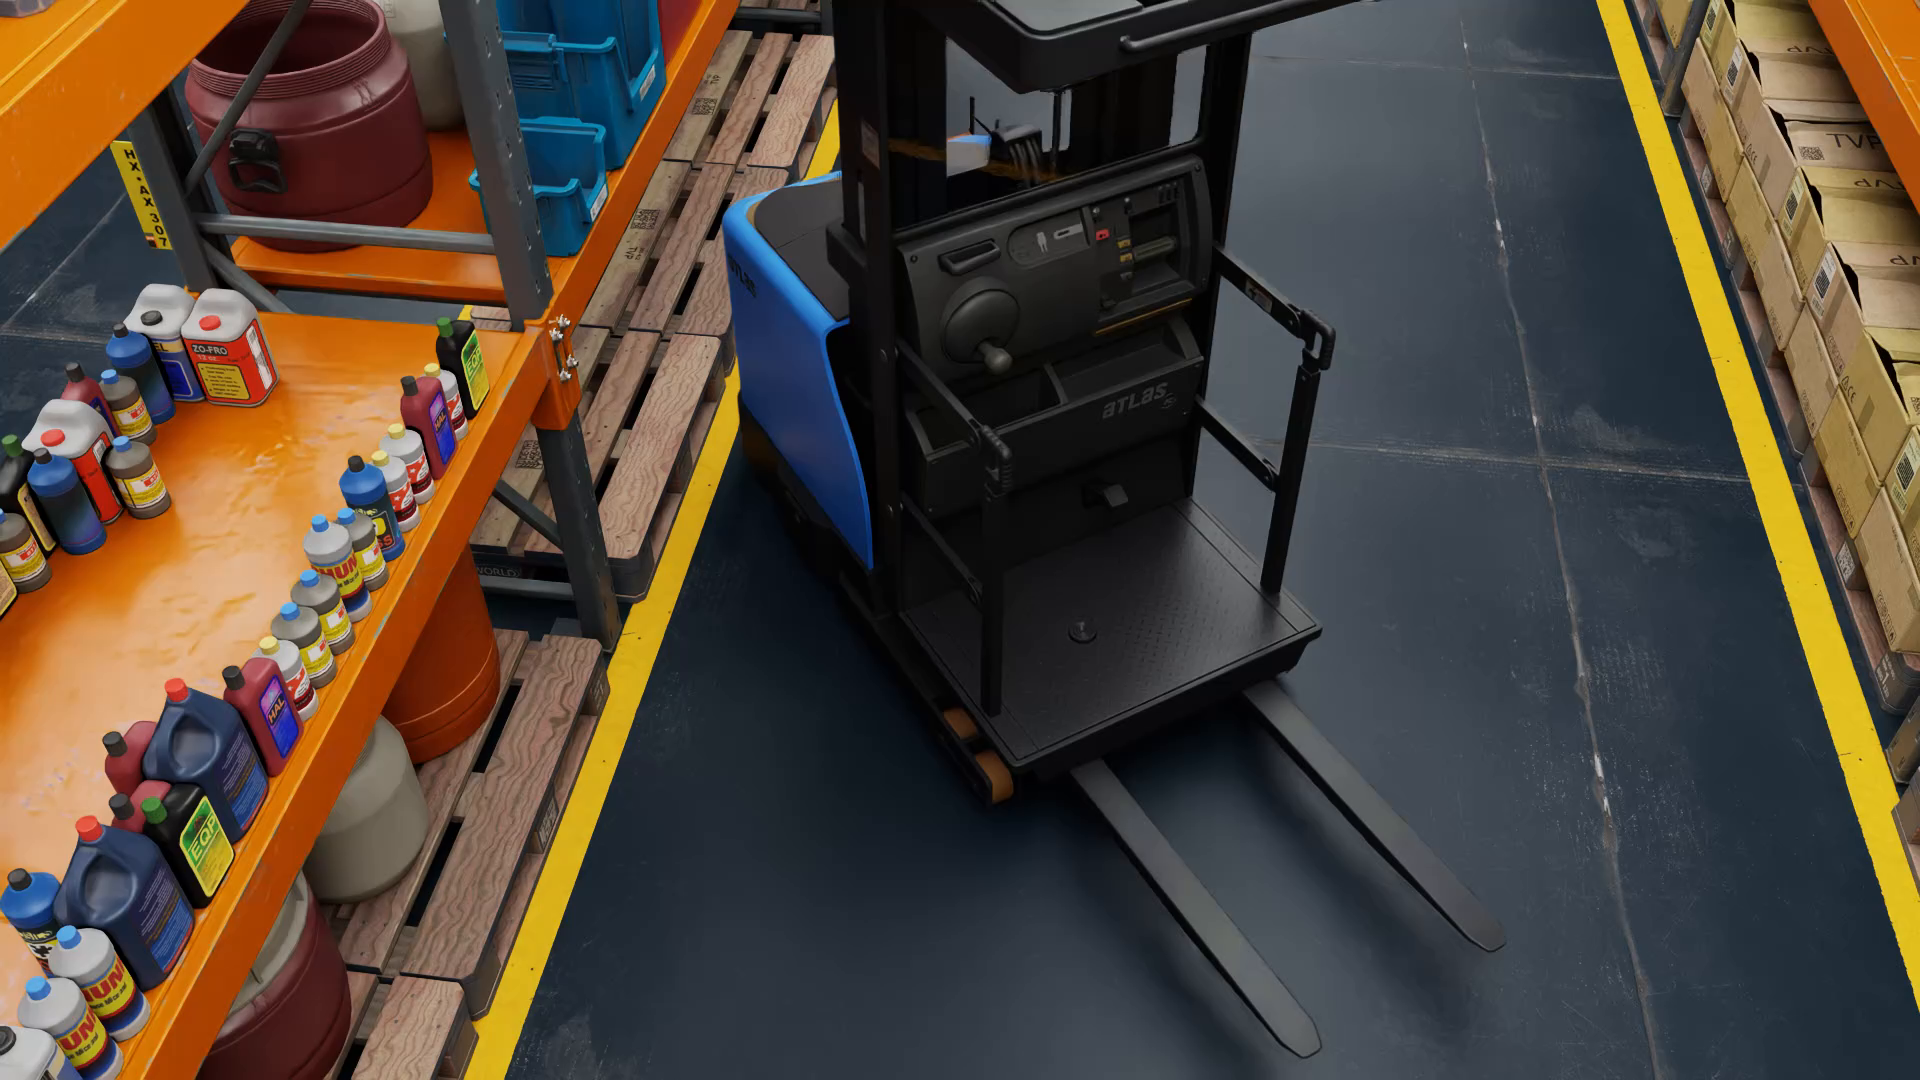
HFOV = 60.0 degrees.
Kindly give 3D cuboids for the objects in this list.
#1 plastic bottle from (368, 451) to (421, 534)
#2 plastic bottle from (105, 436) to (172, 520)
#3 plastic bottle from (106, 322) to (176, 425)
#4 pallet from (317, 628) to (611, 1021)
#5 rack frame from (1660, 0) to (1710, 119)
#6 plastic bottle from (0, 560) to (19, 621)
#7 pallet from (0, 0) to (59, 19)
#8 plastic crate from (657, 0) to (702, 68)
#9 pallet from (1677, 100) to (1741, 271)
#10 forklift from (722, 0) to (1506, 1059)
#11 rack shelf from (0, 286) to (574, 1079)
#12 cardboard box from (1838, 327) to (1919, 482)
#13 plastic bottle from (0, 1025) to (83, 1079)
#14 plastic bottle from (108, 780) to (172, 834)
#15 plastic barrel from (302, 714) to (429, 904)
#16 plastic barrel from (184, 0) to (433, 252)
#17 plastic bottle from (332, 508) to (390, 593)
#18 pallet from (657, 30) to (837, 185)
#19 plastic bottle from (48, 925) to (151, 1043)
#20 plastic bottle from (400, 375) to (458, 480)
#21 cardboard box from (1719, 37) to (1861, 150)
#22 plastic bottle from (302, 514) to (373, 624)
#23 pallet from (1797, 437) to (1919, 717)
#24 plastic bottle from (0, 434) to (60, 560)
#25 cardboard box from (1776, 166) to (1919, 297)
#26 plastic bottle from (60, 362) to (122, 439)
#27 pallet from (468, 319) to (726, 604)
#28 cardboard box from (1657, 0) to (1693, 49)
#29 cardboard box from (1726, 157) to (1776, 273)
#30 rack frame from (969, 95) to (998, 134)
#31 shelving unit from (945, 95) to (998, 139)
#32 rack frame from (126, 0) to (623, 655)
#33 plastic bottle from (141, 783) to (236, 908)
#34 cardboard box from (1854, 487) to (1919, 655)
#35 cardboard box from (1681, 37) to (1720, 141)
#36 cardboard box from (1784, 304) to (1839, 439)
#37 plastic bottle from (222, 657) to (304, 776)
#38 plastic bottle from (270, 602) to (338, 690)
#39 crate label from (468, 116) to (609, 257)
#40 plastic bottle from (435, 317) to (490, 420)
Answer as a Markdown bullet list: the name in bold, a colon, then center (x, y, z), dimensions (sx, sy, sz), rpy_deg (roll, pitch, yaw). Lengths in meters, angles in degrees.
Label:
- **plastic bottle**: center (-1.316, -0.119, 3.838), dimensions (0.097, 0.201, 0.097), rpy_deg (0, 43, 0)
- **plastic bottle**: center (-1.921, -0.154, 3.876), dimensions (0.097, 0.201, 0.097), rpy_deg (0, 43, 0)
- **plastic bottle**: center (-2.029, -0.417, 4.103), dimensions (0.097, 0.271, 0.097), rpy_deg (0, 43, 0)
- **pallet**: center (-1.672, 0.748, 4.807), dimensions (1.003, 0.211, 1.213), rpy_deg (5, 44, 6)
- **rack frame**: center (3.829, -3.079, 6.820), dimensions (1.000, 3.000, 0.127), rpy_deg (5, 44, 6)
- **plastic bottle**: center (-2.141, 0.062, 3.588), dimensions (0.061, 0.283, 0.133), rpy_deg (5, 44, 6)
- **pallet**: center (-1.807, -1.314, 2.912), dimensions (1.003, 0.211, 1.213), rpy_deg (5, 44, 6)
- **plastic crate**: center (-1.092, -1.903, 5.531), dimensions (0.402, 0.464, 0.583), rpy_deg (5, 44, 6)
- **pallet**: center (3.771, -1.561, 7.245), dimensions (1.003, 0.211, 1.213), rpy_deg (5, 44, 6)
- **forklift**: center (0.384, -0.646, 4.301), dimensions (1.130, 2.935, 3.031), rpy_deg (-21, 47, -21)
- **rack shelf**: center (-1.873, 0.818, 3.227), dimensions (1.077, 0.370, 4.000), rpy_deg (5, 44, 6)
- **cardboard box**: center (3.188, -0.445, 5.325), dimensions (0.500, 0.311, 0.500), rpy_deg (5, 44, 5)
- **plastic bottle**: center (-1.546, 0.895, 2.713), dimensions (0.152, 0.276, 0.135), rpy_deg (5, 44, 6)
- **plastic bottle**: center (-1.493, 0.541, 3.082), dimensions (0.061, 0.283, 0.133), rpy_deg (5, 44, 6)
- **plastic barrel**: center (-1.643, 0.673, 4.362), dimensions (0.421, 0.512, 0.421), rpy_deg (0, 43, 0)
- **plastic barrel**: center (-1.848, -1.199, 4.736), dimensions (0.600, 0.536, 0.708), rpy_deg (5, 44, 6)
- **plastic bottle**: center (-1.342, 0.014, 3.698), dimensions (0.097, 0.201, 0.097), rpy_deg (0, 43, 0)
- **pallet**: center (-1.145, -1.981, 7.688), dimensions (1.003, 0.211, 1.213), rpy_deg (5, 44, 6)
- **plastic bottle**: center (-1.490, 0.754, 2.866), dimensions (0.097, 0.271, 0.097), rpy_deg (0, 43, 0)
- **plastic bottle**: center (-1.270, -0.292, 3.961), dimensions (0.061, 0.283, 0.133), rpy_deg (5, 44, 6)
- **cardboard box**: center (3.456, -1.837, 6.795), dimensions (0.500, 0.311, 0.500), rpy_deg (5, 44, 5)
- **plastic bottle**: center (-1.355, 0.055, 3.604), dimensions (0.097, 0.271, 0.097), rpy_deg (0, 43, 0)
- **pallet**: center (3.448, 0.102, 5.489), dimensions (1.003, 0.211, 1.213), rpy_deg (5, 44, 6)
- **plastic bottle**: center (-2.111, -0.096, 3.754), dimensions (0.061, 0.283, 0.133), rpy_deg (5, 44, 6)
- **cardboard box**: center (3.326, -1.130, 6.048), dimensions (0.500, 0.311, 0.500), rpy_deg (6, 44, 7)
- **plastic bottle**: center (-2.075, -0.278, 3.947), dimensions (0.061, 0.283, 0.133), rpy_deg (5, 44, 6)
- **pallet**: center (-1.468, -0.318, 5.932), dimensions (1.003, 0.211, 1.213), rpy_deg (5, 44, 6)
- **cardboard box**: center (3.674, -2.569, 7.976), dimensions (0.500, 0.250, 0.500), rpy_deg (5, 44, 6)
- **cardboard box**: center (3.396, -1.279, 6.614), dimensions (0.500, 0.250, 0.500), rpy_deg (4, 44, 4)
- **rack frame**: center (0.083, -1.132, 6.182), dimensions (0.008, 1.050, 0.200), rpy_deg (-20, 47, -20)
- **shelving unit**: center (-0.025, -1.092, 6.140), dimensions (0.252, 1.050, 0.215), rpy_deg (-20, 47, -20)
- **rack frame**: center (-1.609, -0.806, 4.420), dimensions (1.000, 3.000, 0.127), rpy_deg (5, 44, 6)
- **plastic bottle**: center (-1.433, 0.547, 3.076), dimensions (0.061, 0.283, 0.133), rpy_deg (5, 44, 6)
- **cardboard box**: center (3.128, 0.112, 5.144), dimensions (0.500, 0.250, 0.500), rpy_deg (6, 44, 7)
- **cardboard box**: center (3.530, -1.981, 7.355), dimensions (0.500, 0.250, 0.500), rpy_deg (4, 44, 5)
- **cardboard box**: center (3.262, -0.582, 5.878), dimensions (0.500, 0.250, 0.500), rpy_deg (6, 44, 6)
- **plastic bottle**: center (-1.391, 0.330, 3.305), dimensions (0.061, 0.283, 0.133), rpy_deg (5, 44, 6)
- **plastic bottle**: center (-1.380, 0.213, 3.488), dimensions (0.097, 0.201, 0.097), rpy_deg (0, 43, 0)
- **crate label**: center (-1.182, -0.998, 4.744), dimensions (0.303, 0.233, 0.416), rpy_deg (5, 44, 6)
- **plastic bottle**: center (-1.239, -0.449, 4.128), dimensions (0.061, 0.283, 0.133), rpy_deg (5, 44, 6)
